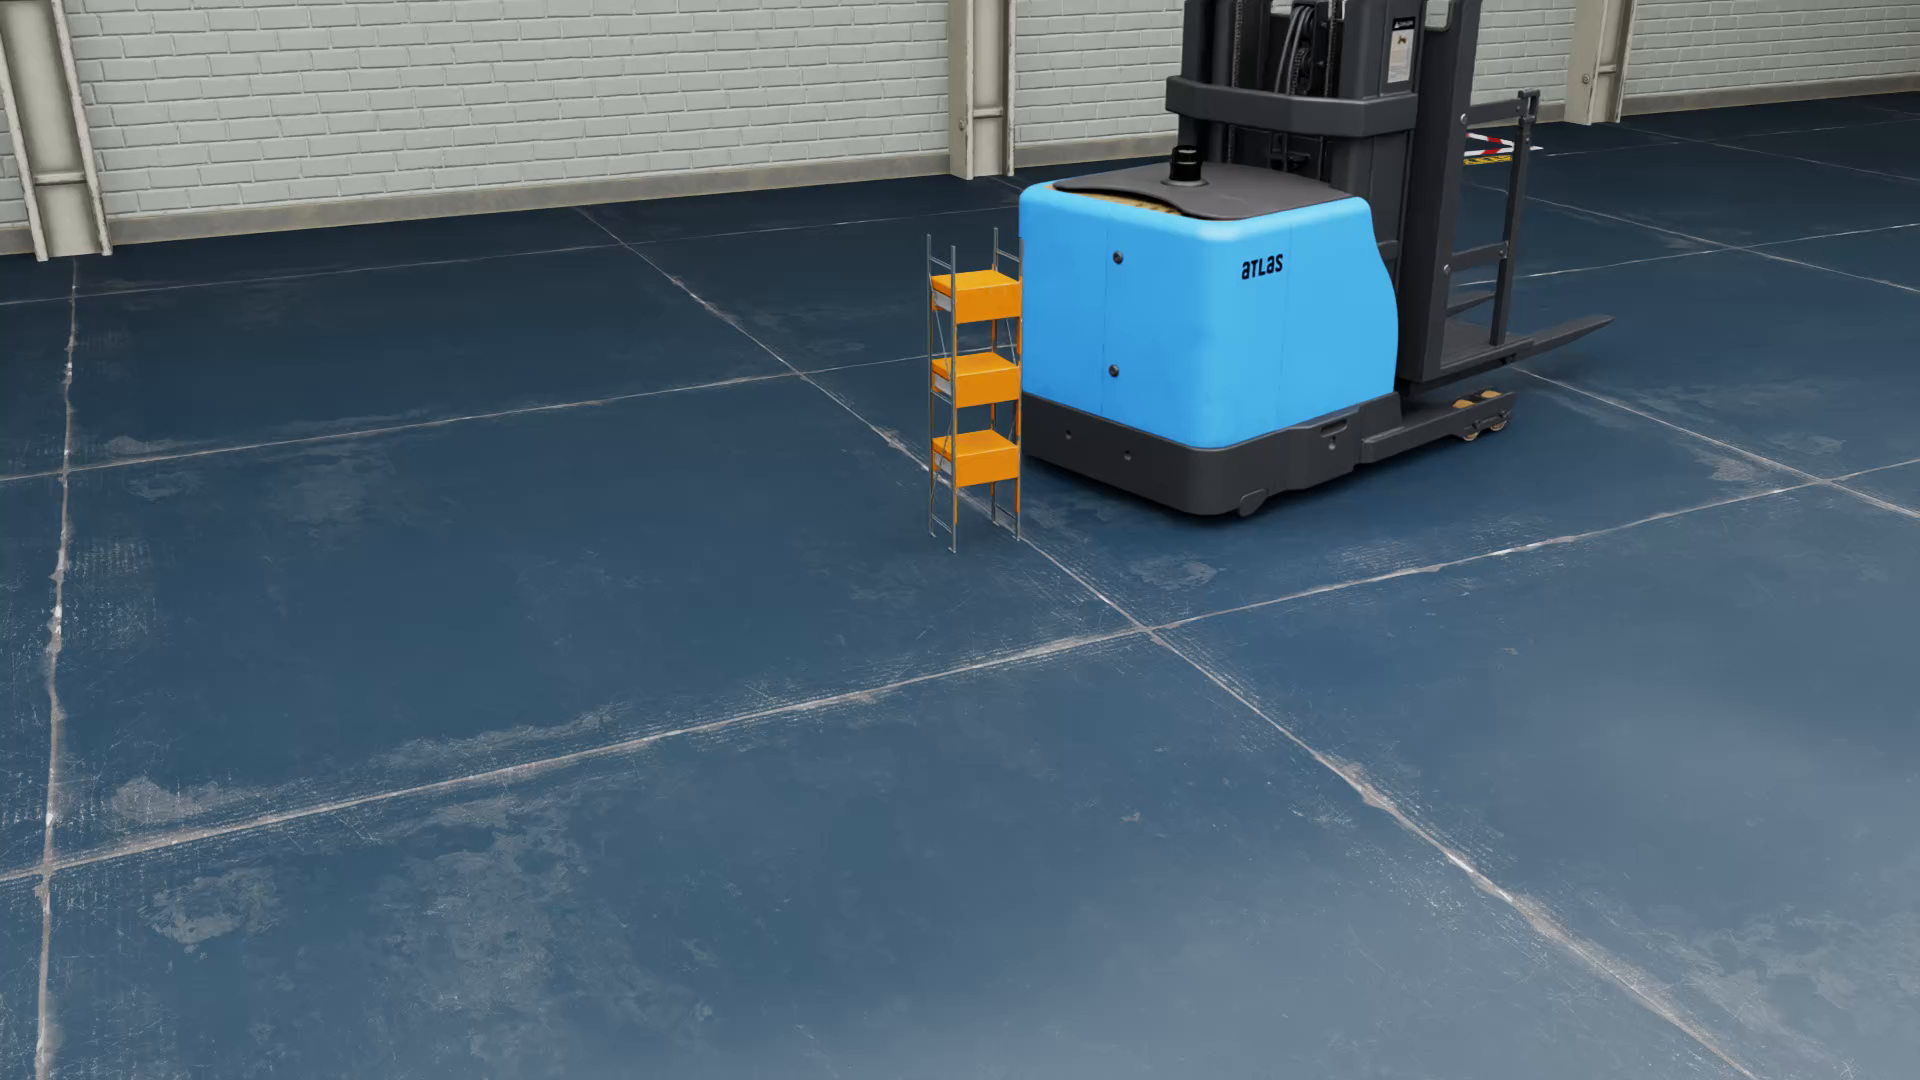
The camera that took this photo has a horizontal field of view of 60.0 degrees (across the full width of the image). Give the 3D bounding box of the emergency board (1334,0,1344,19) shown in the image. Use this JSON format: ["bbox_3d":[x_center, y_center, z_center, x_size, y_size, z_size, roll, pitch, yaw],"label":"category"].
[{"bbox_3d":[3.320,-4.684,13.144,0.643,1.169,0.194,-10,25,-24],"label":"emergency board"}]

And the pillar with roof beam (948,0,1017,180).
[{"bbox_3d":[2.024,-5.374,6.966,0.400,9.000,9.100,-10,25,-24],"label":"pillar with roof beam"}]

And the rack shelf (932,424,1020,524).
[{"bbox_3d":[0.048,-0.227,5.681,0.240,0.259,0.215,-10,25,-24],"label":"rack shelf"}]

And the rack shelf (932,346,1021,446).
[{"bbox_3d":[0.048,-0.484,5.575,0.240,0.259,0.215,-10,25,-24],"label":"rack shelf"}]

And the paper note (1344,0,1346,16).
[{"bbox_3d":[3.131,-4.271,13.299,0.142,0.148,0.016,-10,25,-24],"label":"paper note"}]

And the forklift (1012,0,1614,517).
[{"bbox_3d":[1.645,-1.887,6.477,3.031,2.935,1.130,-18,29,-37],"label":"forklift"}]

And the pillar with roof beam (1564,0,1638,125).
[{"bbox_3d":[7.431,-6.369,9.371,0.400,9.000,9.100,-10,25,-24],"label":"pillar with roof beam"}]

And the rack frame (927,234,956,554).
[{"bbox_3d":[-0.062,-0.474,5.522,0.008,1.050,0.200,-10,25,-24],"label":"rack frame"}]

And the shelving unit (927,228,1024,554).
[{"bbox_3d":[0.048,-0.494,5.571,0.252,1.050,0.215,-10,25,-24],"label":"shelving unit"}]

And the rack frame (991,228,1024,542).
[{"bbox_3d":[0.158,-0.514,5.620,0.008,1.050,0.200,-10,25,-24],"label":"rack frame"}]

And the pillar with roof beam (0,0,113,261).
[{"bbox_3d":[-3.382,-4.378,4.562,0.400,9.000,9.100,-10,25,-24],"label":"pillar with roof beam"}]

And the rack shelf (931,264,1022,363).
[{"bbox_3d":[0.048,-0.746,5.466,0.240,0.259,0.215,-10,25,-24],"label":"rack shelf"}]
